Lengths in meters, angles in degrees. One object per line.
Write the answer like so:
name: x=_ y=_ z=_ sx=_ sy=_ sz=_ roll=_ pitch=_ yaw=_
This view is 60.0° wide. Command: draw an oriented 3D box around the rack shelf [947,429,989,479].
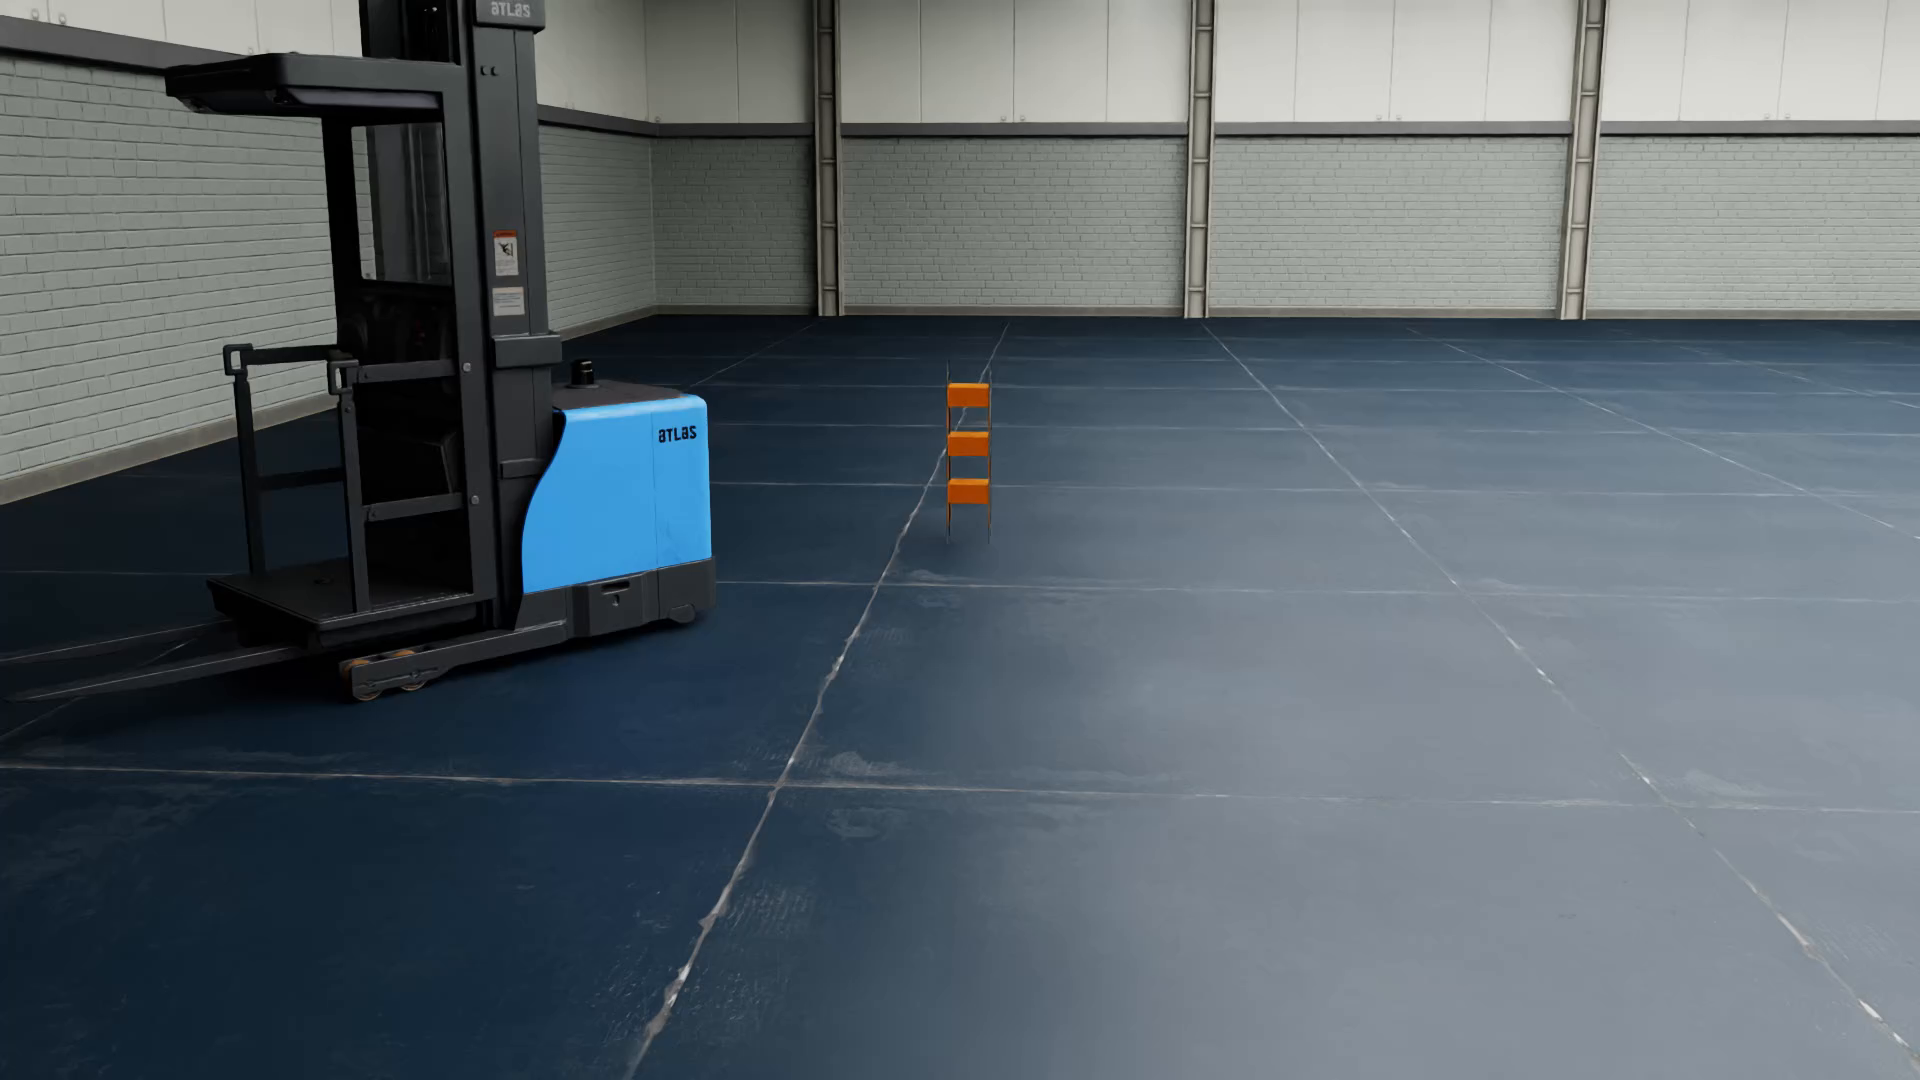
rack shelf: x=0.053 y=-0.503 z=9.659 sx=0.240 sy=0.259 sz=0.215 roll=1 pitch=12 yaw=4

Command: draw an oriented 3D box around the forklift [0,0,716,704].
forklift: x=-2.557 y=-0.907 z=6.945 sx=1.130 sy=2.935 sz=3.031 roll=11 pitch=16 yaw=44

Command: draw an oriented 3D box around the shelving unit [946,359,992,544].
shelving unit: x=0.053 y=-0.513 z=9.657 sx=0.252 sy=1.050 sz=0.215 roll=1 pitch=12 yaw=4

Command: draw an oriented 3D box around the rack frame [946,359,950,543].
rack frame: x=-0.068 y=-0.515 z=9.665 sx=0.008 sy=1.050 sz=0.200 roll=1 pitch=12 yaw=4

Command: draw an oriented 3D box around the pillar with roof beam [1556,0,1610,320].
pillar with roof beam: x=9.552 y=-7.089 z=21.681 sx=0.400 sy=9.000 sz=9.100 roll=1 pitch=12 yaw=4

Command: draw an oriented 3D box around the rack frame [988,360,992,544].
rack frame: x=0.175 y=-0.511 z=9.649 sx=0.008 sy=1.050 sz=0.200 roll=1 pitch=12 yaw=4

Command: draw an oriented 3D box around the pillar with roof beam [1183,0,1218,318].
pillar with roof beam: x=3.565 y=-7.171 z=22.073 sx=0.400 sy=9.000 sz=9.100 roll=1 pitch=12 yaw=4

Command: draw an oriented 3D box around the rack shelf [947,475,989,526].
rack shelf: x=0.053 y=-0.231 z=9.716 sx=0.240 sy=0.259 sz=0.215 roll=1 pitch=12 yaw=4

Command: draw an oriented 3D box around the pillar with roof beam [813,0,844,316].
pillar with roof beam: x=-2.422 y=-7.253 z=22.466 sx=0.400 sy=9.000 sz=9.100 roll=1 pitch=12 yaw=4

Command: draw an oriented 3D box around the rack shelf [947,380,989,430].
rack shelf: x=0.053 y=-0.781 z=9.601 sx=0.240 sy=0.259 sz=0.215 roll=1 pitch=12 yaw=4
